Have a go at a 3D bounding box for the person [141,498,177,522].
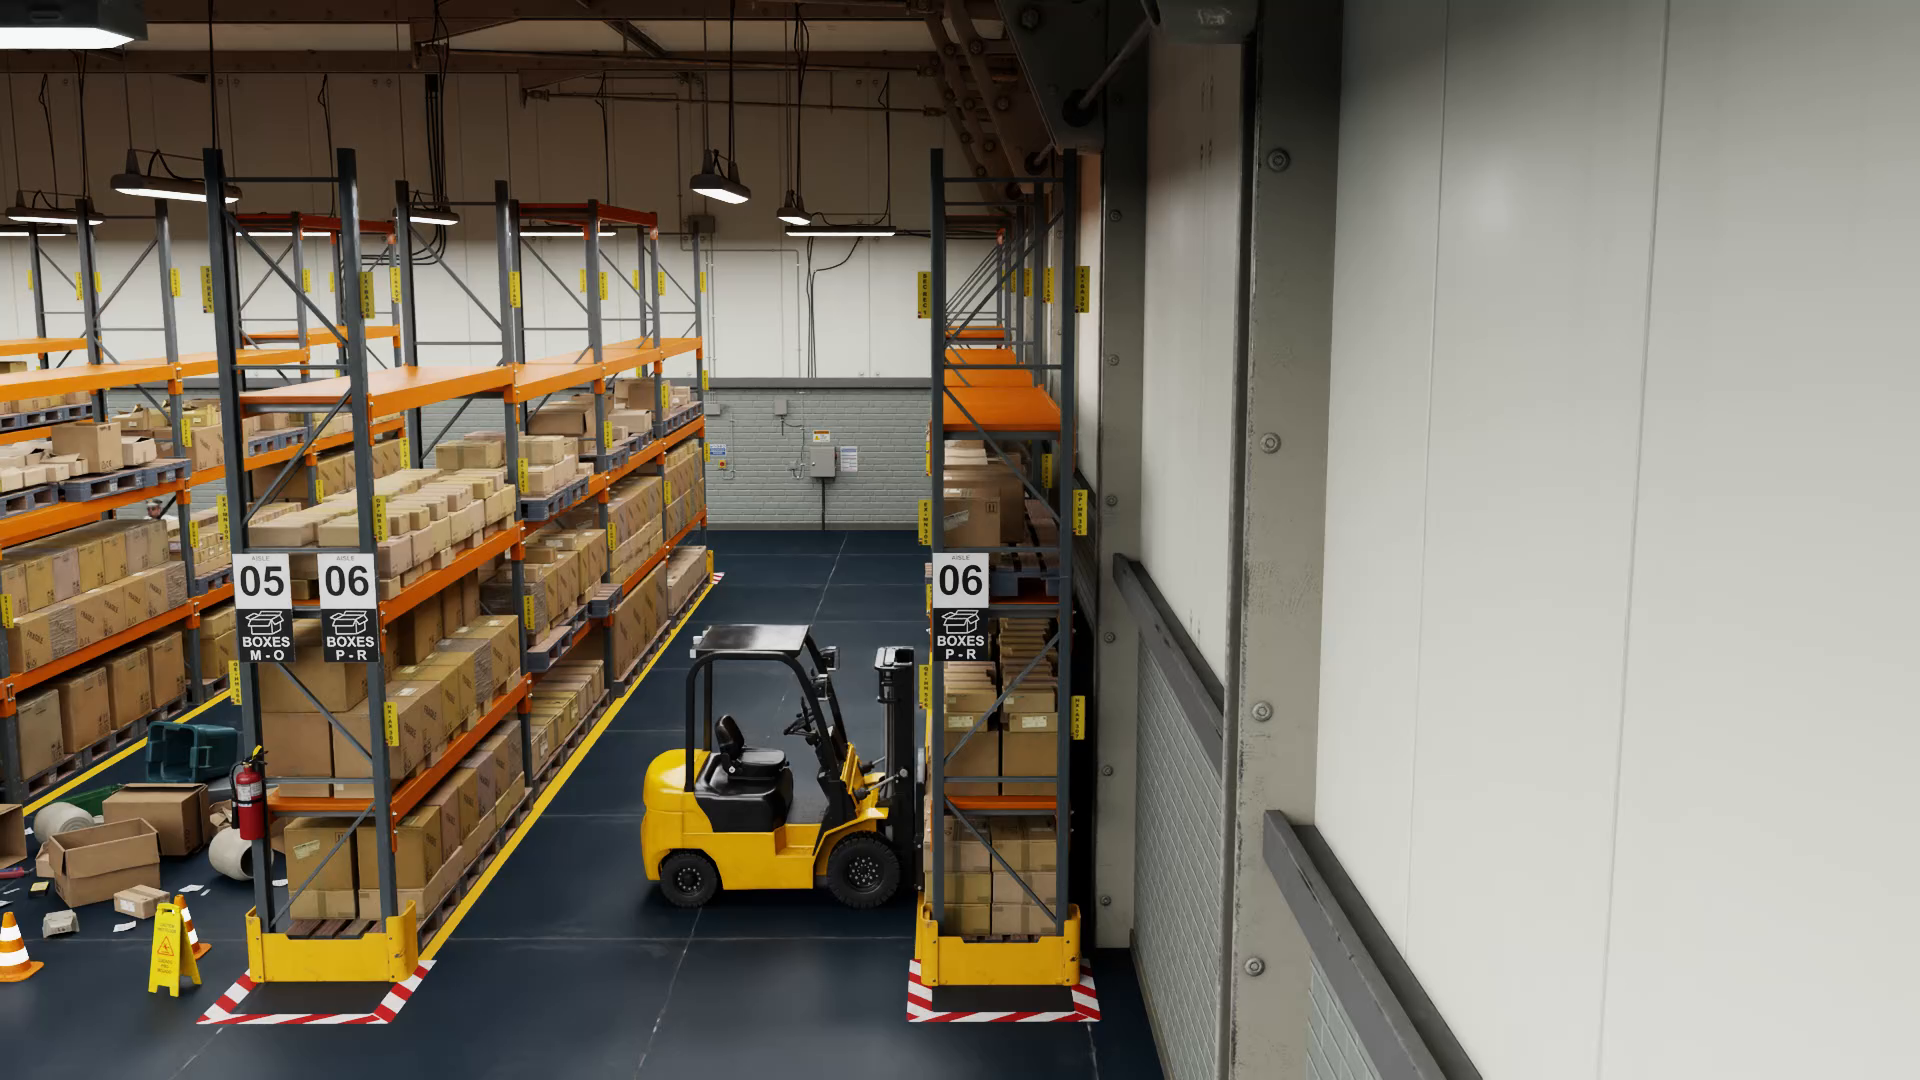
[{"bbox_3d":[-12.165,0.261,25.266,0.633,1.835,0.775,1,9,3],"label":"person"}]
